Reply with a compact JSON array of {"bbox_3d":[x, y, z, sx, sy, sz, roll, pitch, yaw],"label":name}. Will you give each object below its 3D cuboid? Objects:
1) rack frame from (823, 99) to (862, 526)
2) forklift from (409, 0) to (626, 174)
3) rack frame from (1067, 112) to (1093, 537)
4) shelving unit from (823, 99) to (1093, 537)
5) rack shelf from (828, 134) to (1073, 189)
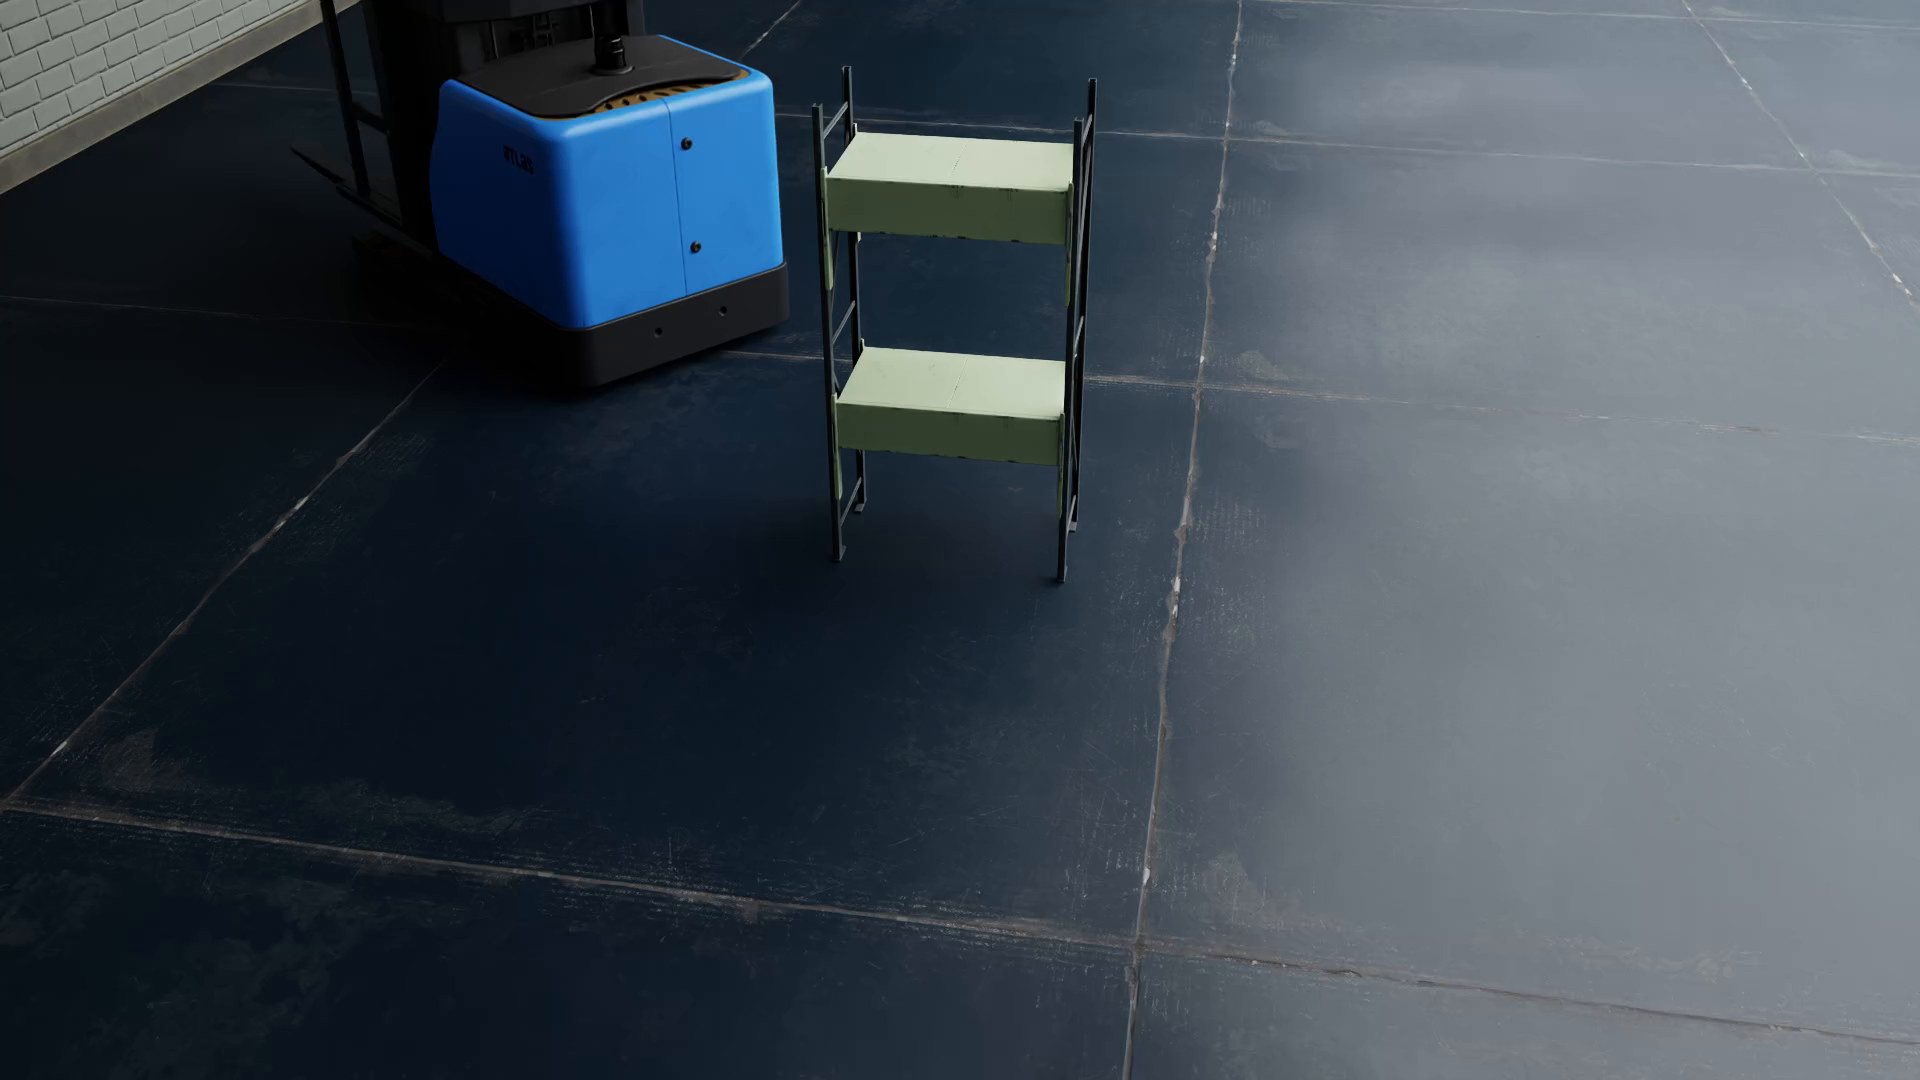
[{"bbox_3d":[-0.368,-0.668,5.173,0.010,1.308,0.380,5,32,8],"label":"rack frame"},{"bbox_3d":[-2.046,-2.523,6.787,1.109,2.935,3.031,-25,40,-34],"label":"forklift"},{"bbox_3d":[0.354,-0.603,5.069,0.010,1.308,0.380,5,32,8],"label":"rack frame"},{"bbox_3d":[-0.007,-0.636,5.121,0.742,1.308,0.380,5,32,8],"label":"shelving unit"},{"bbox_3d":[-0.007,-1.080,4.844,0.686,0.052,0.368,5,32,8],"label":"rack shelf"}]
